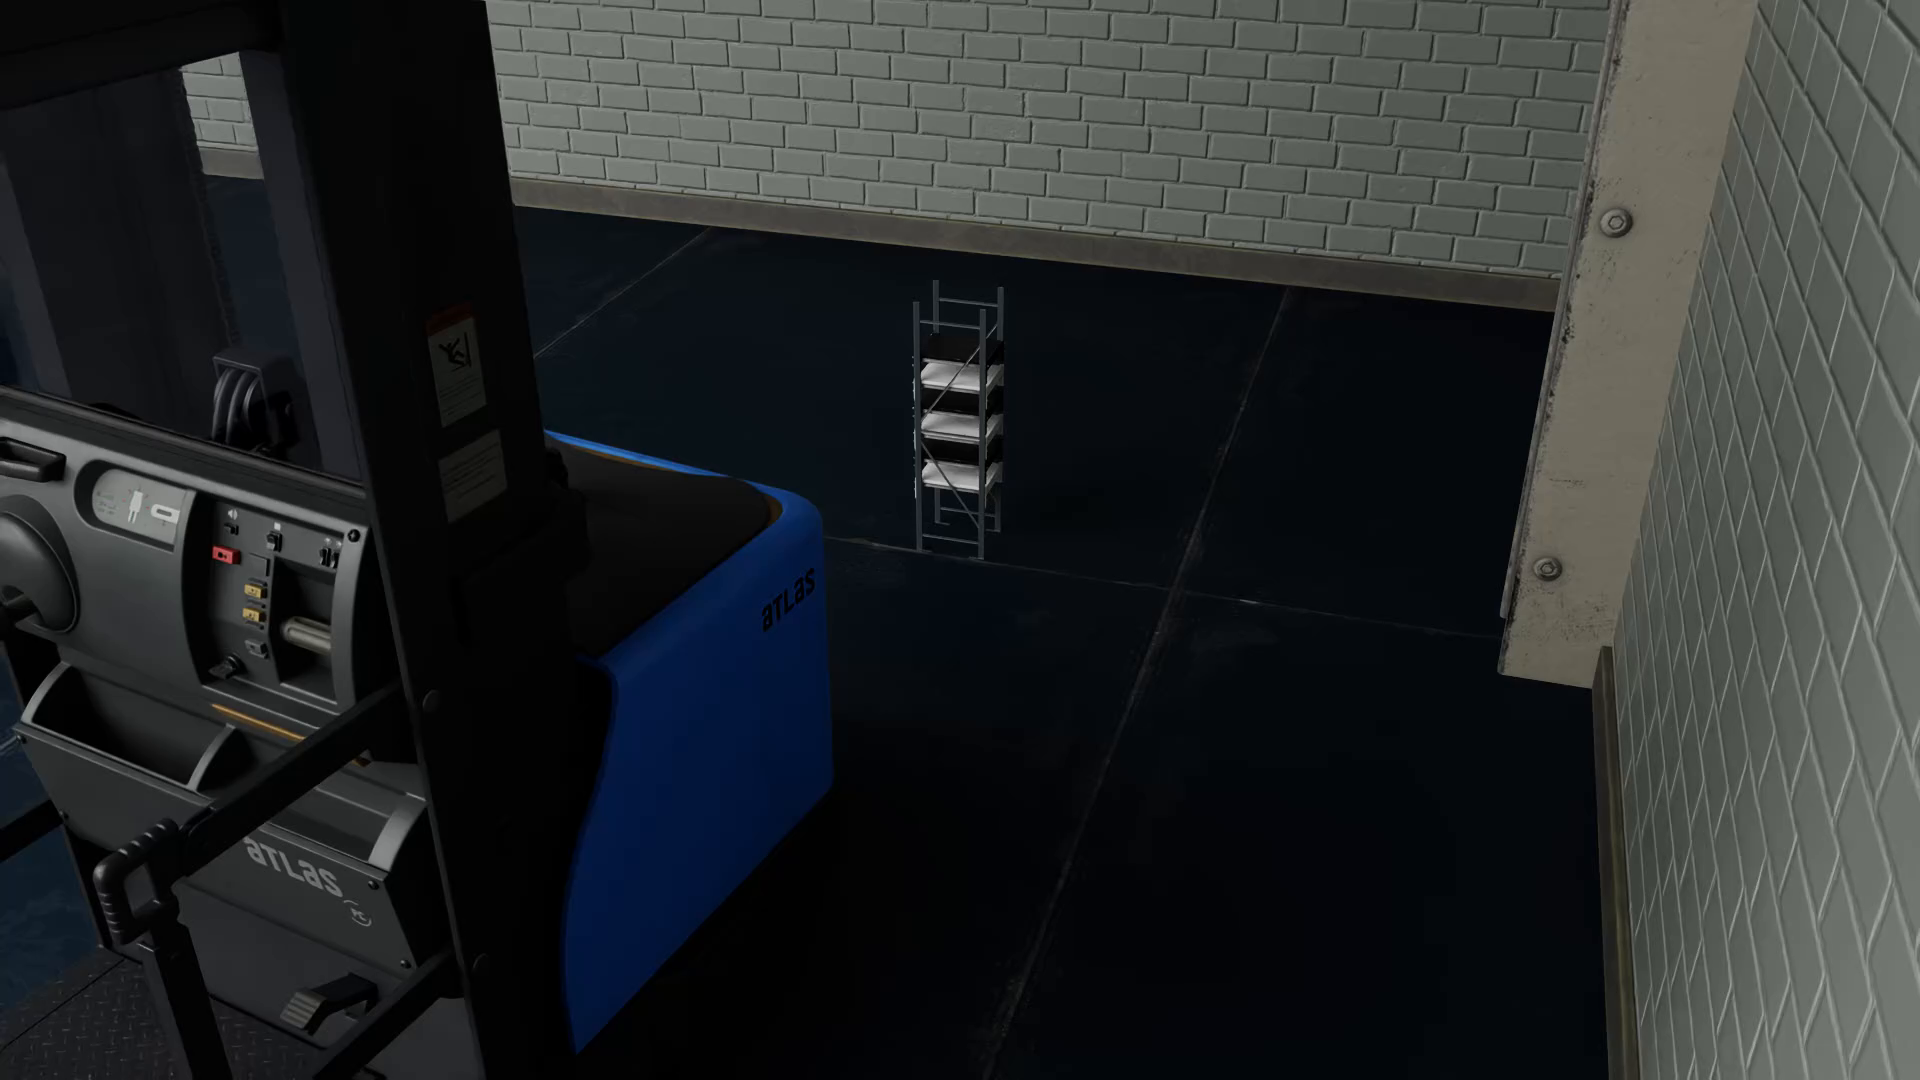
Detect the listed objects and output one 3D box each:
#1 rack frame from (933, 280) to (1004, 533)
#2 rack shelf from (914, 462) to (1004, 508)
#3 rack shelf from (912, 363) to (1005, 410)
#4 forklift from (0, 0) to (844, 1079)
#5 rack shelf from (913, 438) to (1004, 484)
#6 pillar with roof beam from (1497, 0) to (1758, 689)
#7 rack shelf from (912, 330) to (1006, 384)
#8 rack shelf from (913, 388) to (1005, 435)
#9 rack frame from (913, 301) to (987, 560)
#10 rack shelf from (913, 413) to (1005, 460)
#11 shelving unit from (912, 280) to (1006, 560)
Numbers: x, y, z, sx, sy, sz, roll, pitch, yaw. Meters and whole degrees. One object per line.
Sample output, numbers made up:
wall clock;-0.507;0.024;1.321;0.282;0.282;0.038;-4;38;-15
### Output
rack frame;0.027;-0.437;5.609;0.240;0.900;0.006;8;30;15
rack shelf;-0.002;-0.203;5.628;0.258;0.077;0.200;8;30;15
rack shelf;-0.002;-0.518;5.453;0.258;0.077;0.200;8;30;15
forklift;-1.419;0.089;2.575;1.130;2.935;3.031;14;32;24
rack shelf;-0.002;-0.282;5.584;0.258;0.077;0.200;8;30;15
pillar with roof beam;-2.286;-4.213;4.067;9.100;9.000;0.400;8;30;15
rack shelf;-0.002;-0.596;5.409;0.258;0.077;0.200;8;30;15
rack shelf;-0.002;-0.439;5.497;0.258;0.077;0.200;8;30;15
rack frame;-0.032;-0.342;5.440;0.240;0.900;0.006;8;30;15
rack shelf;-0.002;-0.360;5.541;0.258;0.077;0.200;8;30;15
shelving unit;-0.002;-0.389;5.524;0.258;0.900;0.210;8;30;15
